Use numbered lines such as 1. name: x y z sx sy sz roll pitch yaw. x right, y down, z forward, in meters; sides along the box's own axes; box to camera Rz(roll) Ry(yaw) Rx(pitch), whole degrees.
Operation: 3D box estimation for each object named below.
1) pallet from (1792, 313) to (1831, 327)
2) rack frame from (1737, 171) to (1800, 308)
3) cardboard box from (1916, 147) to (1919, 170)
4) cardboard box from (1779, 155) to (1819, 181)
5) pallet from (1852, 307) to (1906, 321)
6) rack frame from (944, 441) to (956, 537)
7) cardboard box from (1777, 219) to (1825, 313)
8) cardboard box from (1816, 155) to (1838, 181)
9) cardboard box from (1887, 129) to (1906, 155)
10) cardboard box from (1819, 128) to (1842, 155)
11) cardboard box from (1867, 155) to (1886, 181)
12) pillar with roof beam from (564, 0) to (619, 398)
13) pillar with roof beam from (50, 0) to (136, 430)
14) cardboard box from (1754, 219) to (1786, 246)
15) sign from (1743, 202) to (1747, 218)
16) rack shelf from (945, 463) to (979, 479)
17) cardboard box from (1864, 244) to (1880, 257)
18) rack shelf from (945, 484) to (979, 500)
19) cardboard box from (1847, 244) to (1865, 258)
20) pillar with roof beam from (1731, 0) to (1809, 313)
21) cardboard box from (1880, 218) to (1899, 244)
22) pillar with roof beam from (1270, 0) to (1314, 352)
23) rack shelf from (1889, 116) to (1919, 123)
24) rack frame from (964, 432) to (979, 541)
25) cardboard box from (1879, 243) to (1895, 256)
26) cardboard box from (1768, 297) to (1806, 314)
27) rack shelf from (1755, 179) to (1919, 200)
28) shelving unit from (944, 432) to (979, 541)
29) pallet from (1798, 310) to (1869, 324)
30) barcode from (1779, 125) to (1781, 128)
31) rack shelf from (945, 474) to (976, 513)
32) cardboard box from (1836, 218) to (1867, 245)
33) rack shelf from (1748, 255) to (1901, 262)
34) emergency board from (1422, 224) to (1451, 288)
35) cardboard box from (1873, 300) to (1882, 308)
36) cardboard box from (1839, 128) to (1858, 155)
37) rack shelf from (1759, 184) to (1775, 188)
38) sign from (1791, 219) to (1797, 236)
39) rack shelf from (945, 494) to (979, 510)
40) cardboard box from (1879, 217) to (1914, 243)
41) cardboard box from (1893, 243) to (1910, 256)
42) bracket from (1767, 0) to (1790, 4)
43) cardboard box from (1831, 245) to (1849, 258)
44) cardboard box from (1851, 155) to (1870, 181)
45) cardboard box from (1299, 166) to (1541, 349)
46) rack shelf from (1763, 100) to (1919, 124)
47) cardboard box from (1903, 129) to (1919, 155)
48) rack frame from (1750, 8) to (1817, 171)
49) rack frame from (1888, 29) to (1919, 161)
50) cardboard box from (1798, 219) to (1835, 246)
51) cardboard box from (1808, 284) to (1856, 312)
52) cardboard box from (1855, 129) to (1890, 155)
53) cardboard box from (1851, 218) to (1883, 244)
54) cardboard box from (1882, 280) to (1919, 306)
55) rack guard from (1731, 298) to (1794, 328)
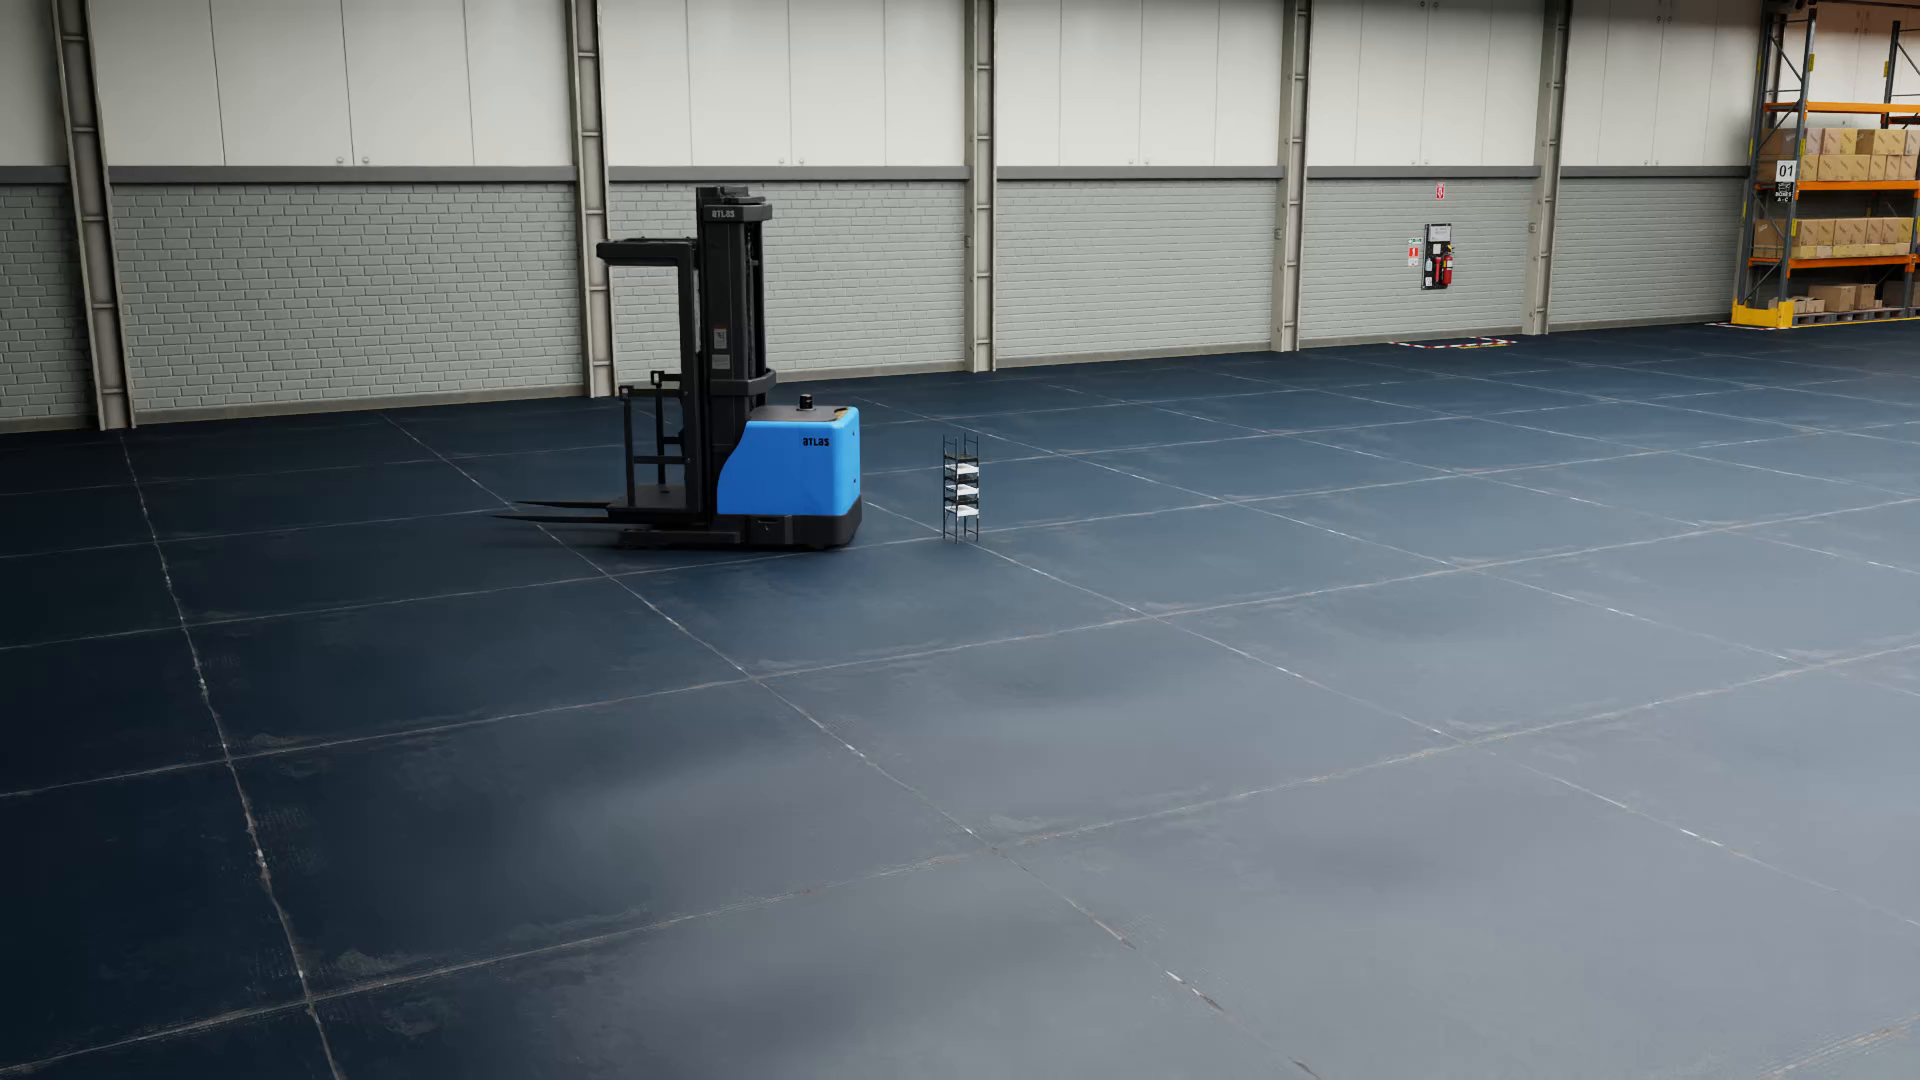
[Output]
1. pallet: 16.705 -4.472 33.497 1.213 0.211 1.003 -7 14 -28
2. rack frame: 15.909 -5.745 32.806 0.127 3.000 1.000 -7 14 -28
3. cardboard box: 19.938 -7.925 34.477 0.500 0.500 0.500 -5 13 -20
4. cardboard box: 16.322 -7.254 32.406 0.500 0.500 0.500 -6 14 -26
5. pallet: 18.847 -4.728 34.638 1.213 0.211 1.003 -7 14 -28
6. rack frame: -0.082 -0.429 13.966 0.003 0.785 0.228 -7 14 -28
7. cardboard box: 16.760 -5.445 33.112 1.284 1.840 0.795 -6 14 -23
8. cardboard box: 16.810 -7.304 32.626 0.500 0.500 0.500 -6 14 -24
9. cardboard box: 25.642 -5.667 26.837 7.127 2.151 19.182 -6 14 -25
10. cardboard box: 16.828 -7.792 32.517 0.500 0.500 0.500 -7 14 -29
11. cardboard box: 18.176 -7.471 33.369 0.500 0.500 0.500 -7 15 -30
12. pillar with roof beam: -2.894 -5.558 18.310 0.400 9.000 9.100 -7 14 -28
13. pillar with roof beam: -8.161 -4.927 15.505 0.400 9.000 9.100 -7 14 -28
14. cardboard box: 16.220 -6.138 33.140 0.500 0.500 0.500 -7 14 -28
15. sign: 25.773 -5.995 26.807 11.725 1.973 20.841 -7 14 -28
16. rack shelf: 0.007 -0.583 13.982 0.200 0.077 0.258 -7 14 -28
17. cardboard box: 18.274 -5.888 33.735 0.500 0.250 0.500 -7 14 -28
18. rack shelf: 0.007 -0.407 14.021 0.200 0.077 0.258 -7 14 -28
19. cardboard box: 17.833 -5.835 33.499 0.500 0.250 0.500 -7 14 -27
20. pillar with roof beam: 18.171 -8.083 29.529 0.548 9.000 9.100 -7 14 -28
21. cardboard box: 18.717 -6.306 33.884 0.500 0.500 0.500 -7 14 -28
22. pillar with roof beam: 7.638 -6.820 23.919 0.400 9.000 9.100 -7 14 -28
23. rack shelf: 21.175 -8.853 35.054 3.809 0.124 0.919 -7 14 -28
24. rack frame: 0.096 -0.451 14.062 0.006 0.900 0.240 -7 14 -28
25. cardboard box: 18.708 -5.944 33.983 0.500 0.250 0.500 -7 14 -28
26. cardboard box: 16.559 -4.704 33.299 0.500 0.311 0.500 -9 15 -34
27. rack shelf: 17.664 -7.068 33.491 4.000 0.370 1.077 -7 14 -28
28. shelving unit: 0.008 -0.440 14.015 0.208 0.900 0.258 -7 14 -28
29. pallet: 17.775 -4.599 34.064 1.213 0.211 1.003 -7 14 -28
30. barcode: 16.292 -8.209 33.050 0.075 0.075 0.001 -7 14 -28
31. rack shelf: 0.007 -0.391 14.025 0.190 0.281 0.221 -7 14 -28
32. cardboard box: 17.814 -6.200 33.414 0.500 0.500 0.500 -6 14 -26
33. rack shelf: 17.664 -5.735 33.791 3.809 0.052 0.919 -7 14 -28
34. emergency board: 8.627 -5.103 29.951 0.585 1.158 0.155 -7 14 -28
35. cardboard box: 18.964 -4.936 34.663 0.250 0.166 0.380 -9 16 -35
36. cardboard box: 17.272 -7.848 32.766 0.500 0.500 0.500 -6 14 -26
37. rack shelf: 17.664 -7.138 33.475 3.687 0.071 0.831 -7 14 -28
38. sign: 16.169 -6.063 32.247 0.005 0.325 0.100 -7 14 -28
39. rack shelf: 0.007 -0.320 14.041 0.200 0.077 0.258 -7 14 -28
40. cardboard box: 19.153 -6.359 34.122 0.500 0.500 0.500 -7 14 -28
41. cardboard box: 19.149 -5.994 34.209 0.500 0.250 0.500 -7 14 -28
42. bracket: 15.914 -10.556 32.322 0.430 0.232 0.235 -7 14 -28
43. cardboard box: 17.388 -5.782 33.265 0.500 0.250 0.500 -7 15 -29
44. cardboard box: 17.724 -7.420 33.141 0.500 0.500 0.500 -6 14 -24
45. cardboard box: 17.589 -3.166 20.555 14.073 3.347 25.570 -7 14 -27
46. rack shelf: 17.664 -8.530 33.162 4.000 0.370 1.077 -7 14 -28
47. cardboard box: 19.110 -8.071 33.757 0.550 0.500 0.550 -7 14 -27
48. rack frame: 15.909 -8.672 32.147 0.127 3.000 1.000 -7 14 -28
49. rack frame: 19.421 -9.092 34.014 0.053 2.616 0.949 -7 14 -28
50. cardboard box: 16.910 -6.090 32.926 0.500 0.500 0.500 -7 14 -28
51. cardboard box: 17.727 -4.923 33.845 0.500 0.500 0.700 -8 15 -31
52. cardboard box: 18.180 -7.954 33.239 0.500 0.500 0.500 -7 15 -30
53. cardboard box: 18.270 -6.255 33.658 0.500 0.500 0.500 -7 15 -29
54. cardboard box: 20.058 -5.242 35.260 0.500 0.500 0.700 -6 14 -26
55. rack guard: 15.975 -4.534 33.116 0.348 0.500 1.175 -7 14 -28
